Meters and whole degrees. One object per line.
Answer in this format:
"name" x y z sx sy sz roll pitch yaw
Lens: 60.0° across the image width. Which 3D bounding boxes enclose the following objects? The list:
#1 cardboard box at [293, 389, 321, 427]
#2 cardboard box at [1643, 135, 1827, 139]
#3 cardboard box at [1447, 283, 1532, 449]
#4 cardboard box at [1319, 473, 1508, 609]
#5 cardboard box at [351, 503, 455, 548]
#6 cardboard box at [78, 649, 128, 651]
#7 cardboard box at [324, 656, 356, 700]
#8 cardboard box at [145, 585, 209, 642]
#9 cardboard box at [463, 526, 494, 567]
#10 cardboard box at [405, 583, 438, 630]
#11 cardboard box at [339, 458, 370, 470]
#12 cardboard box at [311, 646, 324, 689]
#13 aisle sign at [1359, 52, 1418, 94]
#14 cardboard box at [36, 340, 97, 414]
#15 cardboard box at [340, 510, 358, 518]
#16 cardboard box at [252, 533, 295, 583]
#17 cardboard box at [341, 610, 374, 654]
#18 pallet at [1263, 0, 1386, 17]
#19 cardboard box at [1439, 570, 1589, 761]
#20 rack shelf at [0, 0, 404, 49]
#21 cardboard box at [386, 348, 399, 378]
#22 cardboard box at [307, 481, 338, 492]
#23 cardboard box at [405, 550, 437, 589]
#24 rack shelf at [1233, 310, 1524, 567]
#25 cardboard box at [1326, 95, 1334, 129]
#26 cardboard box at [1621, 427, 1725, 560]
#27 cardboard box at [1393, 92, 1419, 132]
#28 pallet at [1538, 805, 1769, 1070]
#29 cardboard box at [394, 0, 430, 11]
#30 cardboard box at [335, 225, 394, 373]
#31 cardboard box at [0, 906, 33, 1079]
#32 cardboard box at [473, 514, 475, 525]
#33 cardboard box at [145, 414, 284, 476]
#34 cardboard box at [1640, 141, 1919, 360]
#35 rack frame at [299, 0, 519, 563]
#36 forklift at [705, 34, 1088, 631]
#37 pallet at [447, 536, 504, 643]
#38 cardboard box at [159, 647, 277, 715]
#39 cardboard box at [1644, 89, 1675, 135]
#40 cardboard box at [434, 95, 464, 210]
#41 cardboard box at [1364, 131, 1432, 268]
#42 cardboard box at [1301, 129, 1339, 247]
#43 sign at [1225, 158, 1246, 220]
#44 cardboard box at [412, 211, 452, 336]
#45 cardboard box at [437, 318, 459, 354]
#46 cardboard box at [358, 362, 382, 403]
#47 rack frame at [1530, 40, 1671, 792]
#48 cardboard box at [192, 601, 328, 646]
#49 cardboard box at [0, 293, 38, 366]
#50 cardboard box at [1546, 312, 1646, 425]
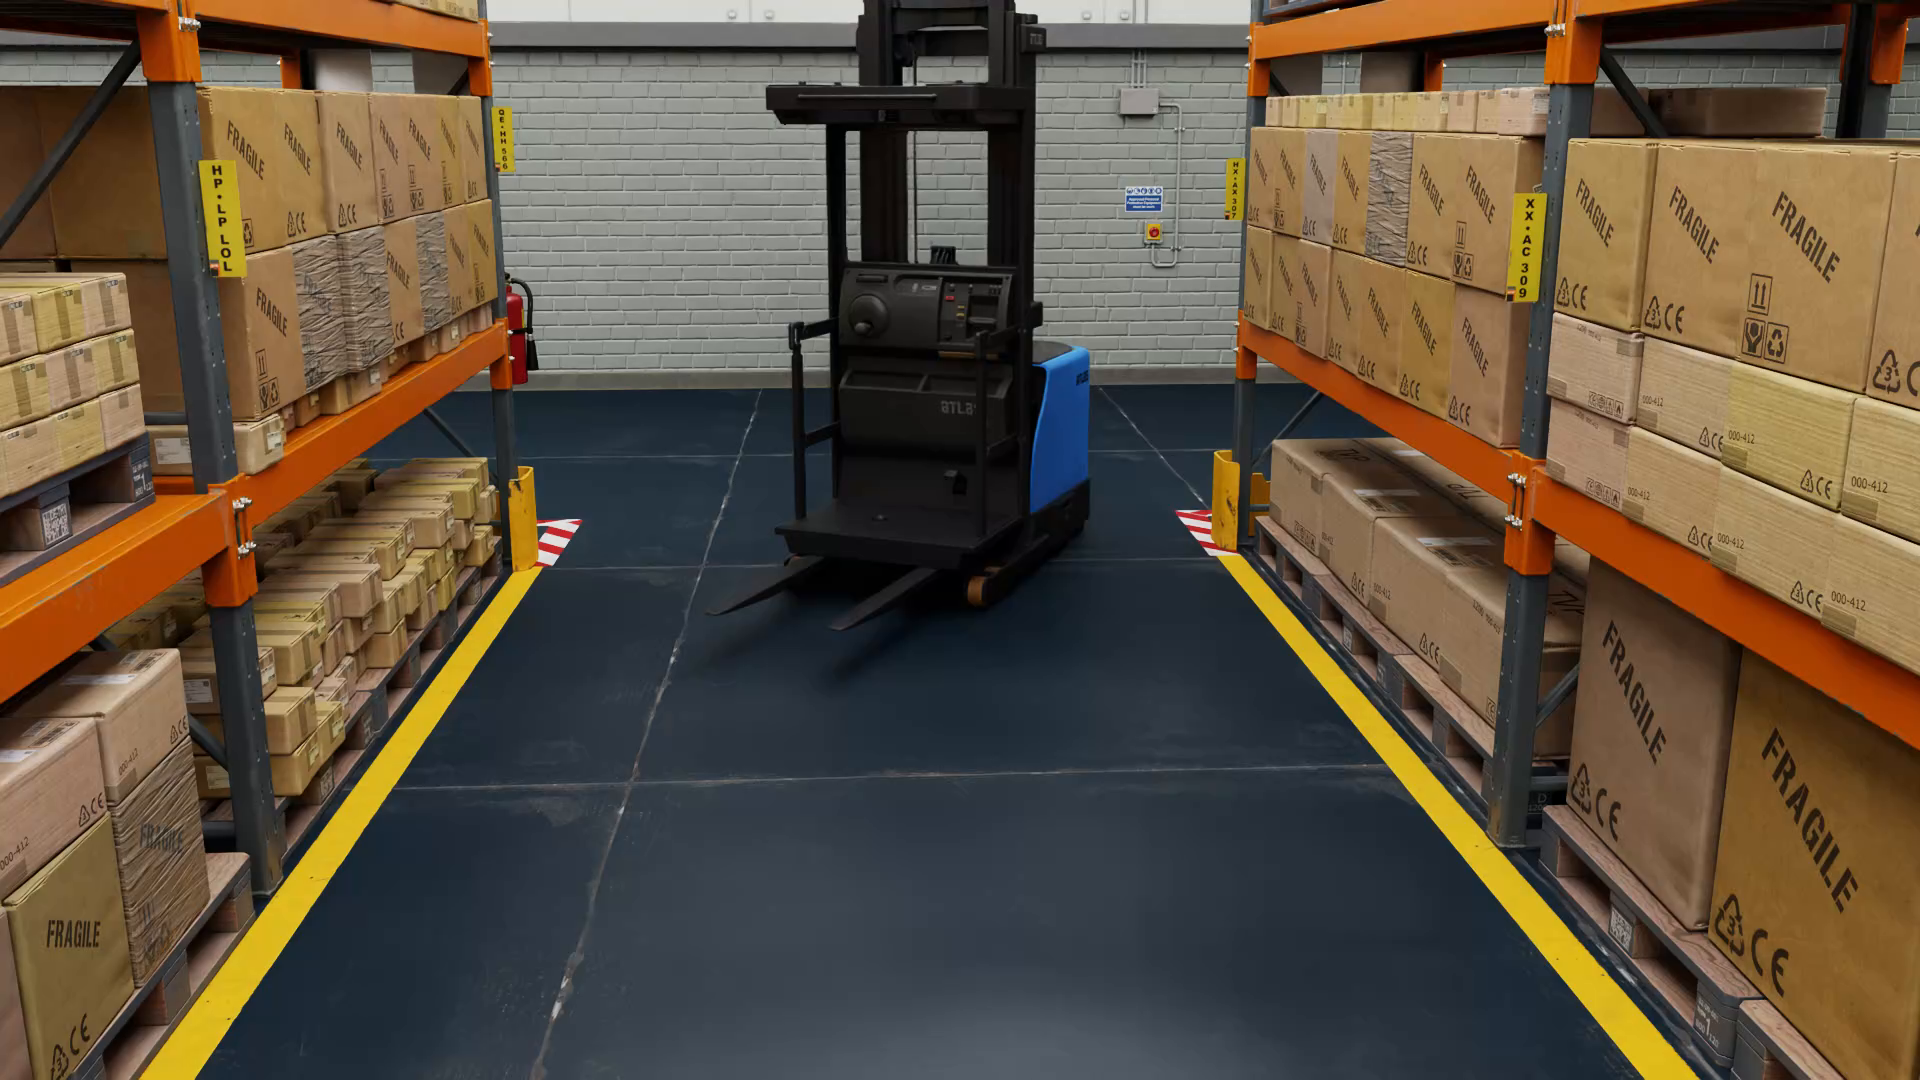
"cardboard box" -2.511 -0.493 5.926 0.380 0.149 0.250 -2 15 -6
"cardboard box" 2.496 -1.099 5.571 0.500 0.500 0.500 -1 14 -3
"cardboard box" 2.000 -0.604 5.654 0.500 0.500 0.500 -1 14 -3
"cardboard box" 2.242 -0.012 7.851 0.875 0.438 0.875 0 14 -2
"cardboard box" -2.486 -0.063 7.438 0.380 0.149 0.250 0 14 -1
"cardboard box" -2.932 0.462 5.396 0.380 0.149 0.250 0 14 -2
"cardboard box" -2.501 0.550 6.249 0.380 0.149 0.250 -1 14 -5
"cardboard box" -2.948 0.272 6.136 0.380 0.149 0.250 0 14 -2
"cardboard box" -2.540 0.030 8.269 0.380 0.149 0.250 0 14 -2
"cardboard box" -2.506 0.289 7.262 0.380 0.149 0.250 -1 14 -2
"cardboard box" -3.205 -0.313 8.407 0.380 0.149 0.250 -2 15 -6
"cardboard box" -2.510 0.474 5.947 0.380 0.149 0.250 -1 14 -4
"aisle sign" 2.341 -2.721 8.864 0.394 0.787 0.004 -1 14 -3
"cardboard box" -2.411 -0.407 4.153 0.380 0.149 0.250 -1 14 -3
"cardboard box" -3.058 -0.042 7.950 0.380 0.149 0.250 -1 14 -3
"cardboard box" -2.992 0.075 6.899 0.380 0.149 0.250 -1 14 -3
"cardboard box" -2.517 0.338 6.475 0.380 0.149 0.250 0 14 -1
"pallet" 2.093 -2.664 8.020 1.003 0.211 1.213 -1 14 -3
"cardboard box" 2.352 0.435 6.114 0.875 0.438 0.875 -1 14 -4
"rack shelf" -2.774 -2.014 6.470 0.831 0.071 3.687 -1 14 -3
"cardboard box" -2.571 -0.752 6.932 0.380 0.149 0.250 -1 14 -2
"cardboard box" -3.180 -0.181 7.896 0.380 0.149 0.250 -1 14 -4
"cardboard box" -2.504 0.144 7.227 0.380 0.149 0.250 0 14 -1
"rack shelf" 2.160 -0.593 7.256 1.077 0.370 4.000 -1 14 -3
"cardboard box" 1.874 -1.933 7.511 0.380 0.149 0.250 -1 14 -3
"cardboard box" 2.081 -0.129 4.311 0.500 0.250 0.500 -1 14 -5
"cardboard box" 1.931 -1.682 6.533 0.380 0.149 0.250 -1 14 -5
"pallet" 2.407 1.097 4.839 1.003 0.211 1.213 -1 14 -3
"cardboard box" -2.550 -2.358 6.953 0.500 0.250 0.500 0 14 -1
"cardboard box" -2.463 -0.911 6.250 0.500 0.500 0.500 -1 14 -5
"cardboard box" -2.294 1.100 3.405 0.500 0.500 0.500 -1 14 -5
"cardboard box" -2.618 -0.112 8.222 0.380 0.149 0.250 -1 14 -5
"cardboard box" -2.341 -0.297 5.163 0.380 0.149 0.250 0 14 -1
"cardboard box" 2.084 -0.737 4.164 0.500 0.500 0.500 -1 14 -4
"rack frame" -2.898 -1.338 8.705 1.000 3.000 0.127 -1 14 -3
"forklift" 2.355 -1.810 6.109 7.407 5.209 9.711 6 15 21
"pallet" -2.878 0.234 8.192 1.003 0.211 1.213 -1 14 -3
"cardboard box" -2.465 0.458 5.413 0.380 0.149 0.250 0 14 -1
"cardboard box" 2.492 -1.437 5.583 0.380 0.149 0.250 -1 14 -3
"cardboard box" -2.590 -1.778 7.614 0.500 0.500 0.500 -1 14 -5
"cardboard box" -0.145 0.070 4.217 4.865 2.090 5.455 -1 14 -3
"cardboard box" 1.860 -1.592 7.485 0.500 0.500 0.500 -1 14 -4
"sign" 1.482 -1.890 8.954 0.100 0.325 0.005 -1 14 -3
"cardboard box" -2.546 -1.168 7.249 0.500 0.500 0.500 -1 14 -3
"cardboard box" -2.548 -0.951 7.709 0.380 0.149 0.250 0 14 -2
"cardboard box" -2.471 -0.623 6.433 0.380 0.149 0.250 0 14 -1
"rack frame" 2.287 -0.444 5.233 0.949 2.616 0.053 -1 14 -3
"cardboard box" -2.488 0.326 5.924 0.392 0.149 0.269 0 14 -1
"cardboard box" -2.399 -0.485 3.858 0.380 0.149 0.250 -1 14 -5
"cardboard box" 2.030 -0.500 4.747 0.500 0.250 0.500 -1 14 -5
